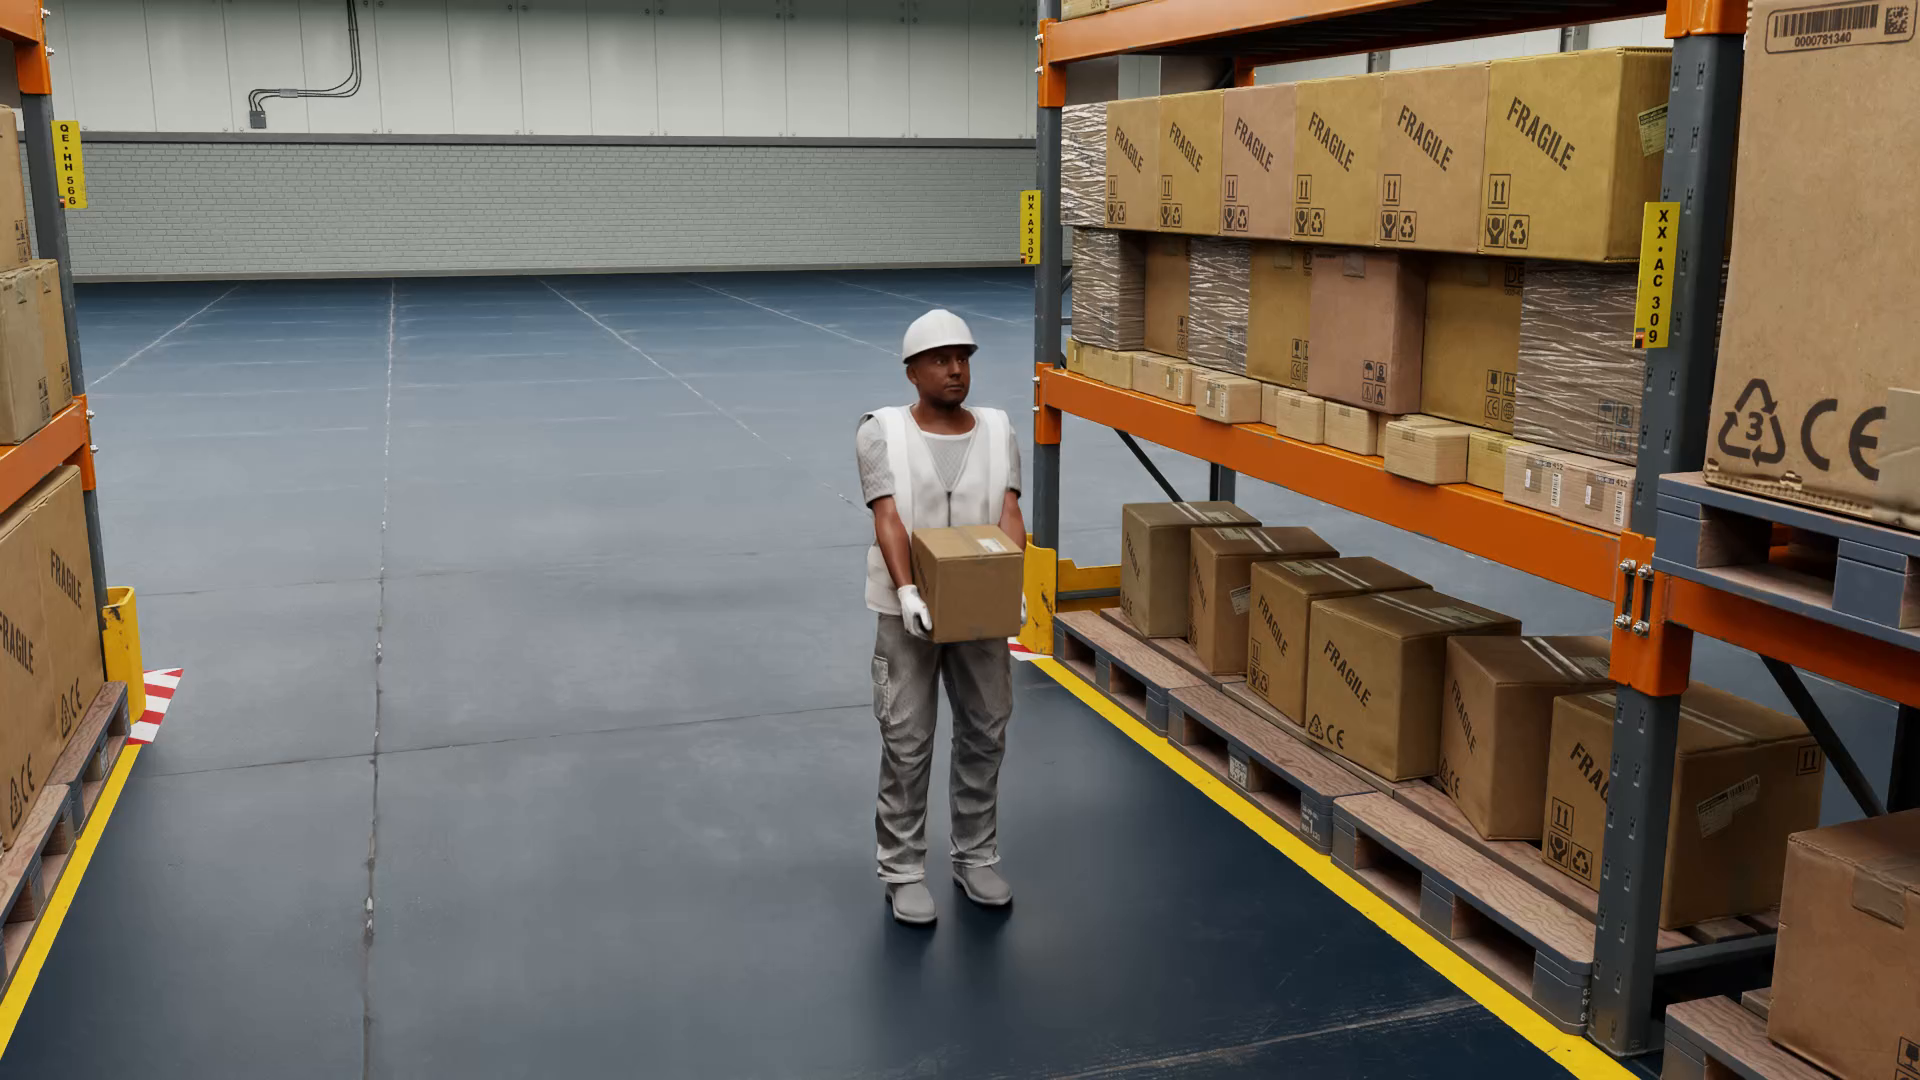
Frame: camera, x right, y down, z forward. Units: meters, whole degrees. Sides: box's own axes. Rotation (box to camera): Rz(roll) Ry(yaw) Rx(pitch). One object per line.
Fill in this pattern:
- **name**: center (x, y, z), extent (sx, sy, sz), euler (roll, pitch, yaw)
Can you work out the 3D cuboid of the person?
- **person**: center (-0.024, 0.235, 4.851), extent (0.487, 1.778, 0.574), euler (-4, 13, -17)
